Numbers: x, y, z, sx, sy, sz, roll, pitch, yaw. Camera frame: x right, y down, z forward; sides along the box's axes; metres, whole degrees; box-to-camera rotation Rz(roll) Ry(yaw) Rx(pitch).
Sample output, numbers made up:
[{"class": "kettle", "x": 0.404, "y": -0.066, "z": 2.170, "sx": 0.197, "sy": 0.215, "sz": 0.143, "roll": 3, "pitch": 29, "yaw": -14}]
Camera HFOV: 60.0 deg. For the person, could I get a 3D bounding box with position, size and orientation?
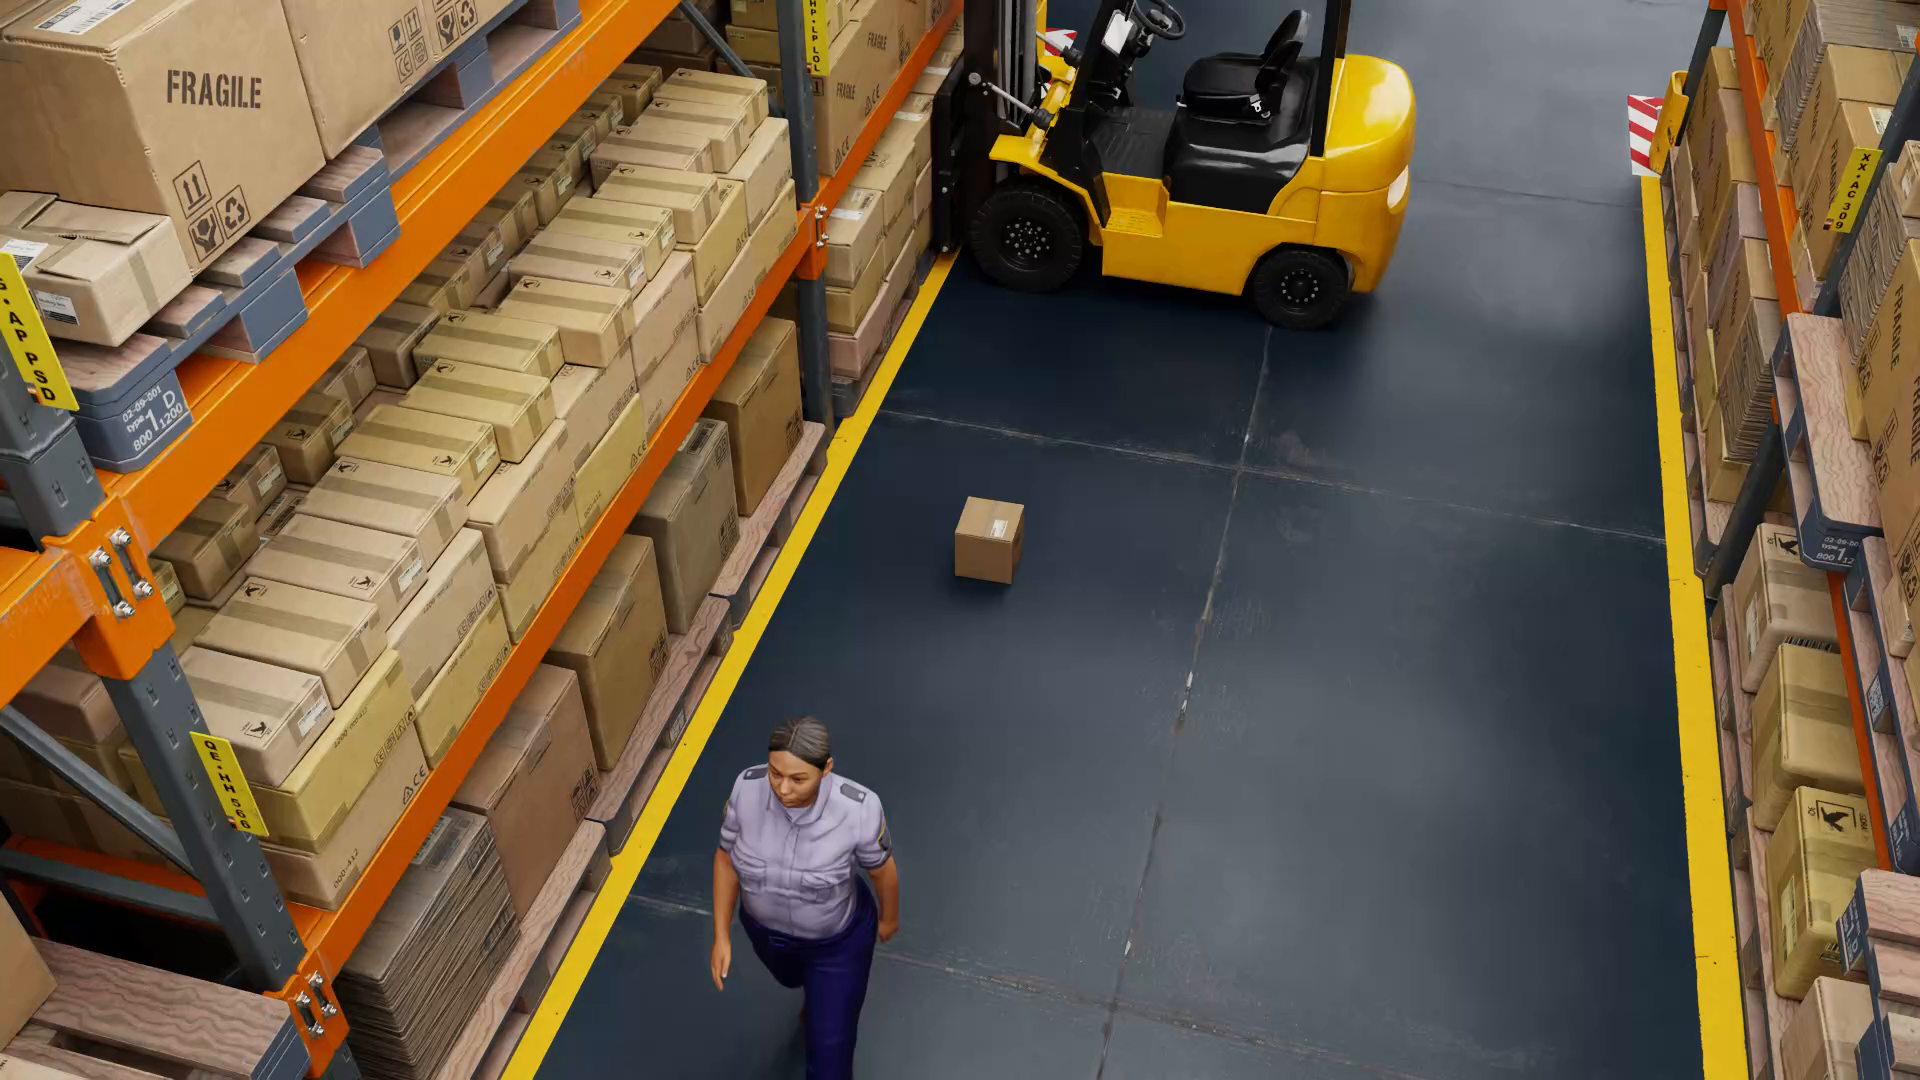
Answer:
[{"class": "person", "x": -0.478, "y": 1.164, "z": 4.851, "sx": 0.509, "sy": 1.595, "sz": 0.917, "roll": 13, "pitch": 43, "yaw": 14}]
